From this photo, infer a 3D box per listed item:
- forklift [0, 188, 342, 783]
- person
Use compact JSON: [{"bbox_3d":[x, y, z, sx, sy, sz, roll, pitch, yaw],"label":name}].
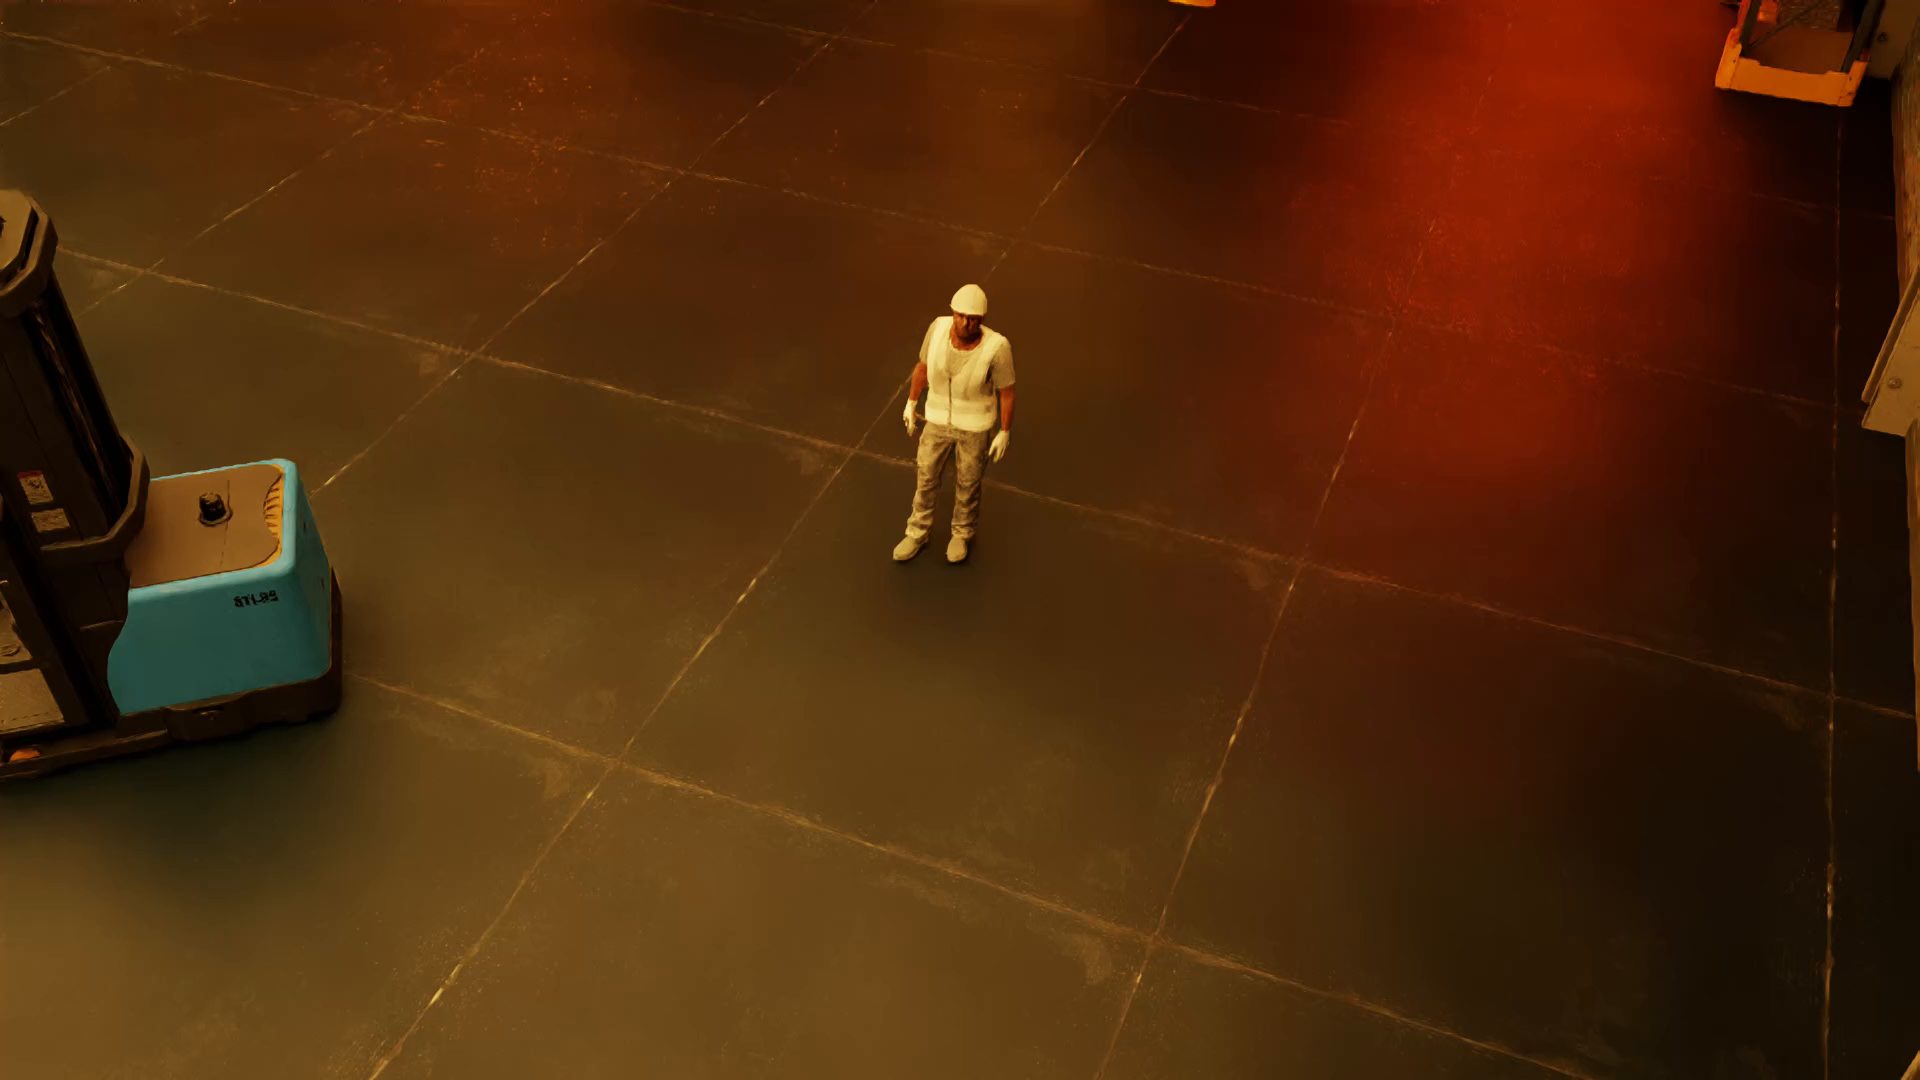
[{"bbox_3d":[-4.974,-0.206,8.252,3.031,2.935,1.130,-11,41,-12],"label":"forklift"},{"bbox_3d":[-0.035,-0.648,9.664,0.655,1.782,0.576,15,42,17],"label":"person"}]
